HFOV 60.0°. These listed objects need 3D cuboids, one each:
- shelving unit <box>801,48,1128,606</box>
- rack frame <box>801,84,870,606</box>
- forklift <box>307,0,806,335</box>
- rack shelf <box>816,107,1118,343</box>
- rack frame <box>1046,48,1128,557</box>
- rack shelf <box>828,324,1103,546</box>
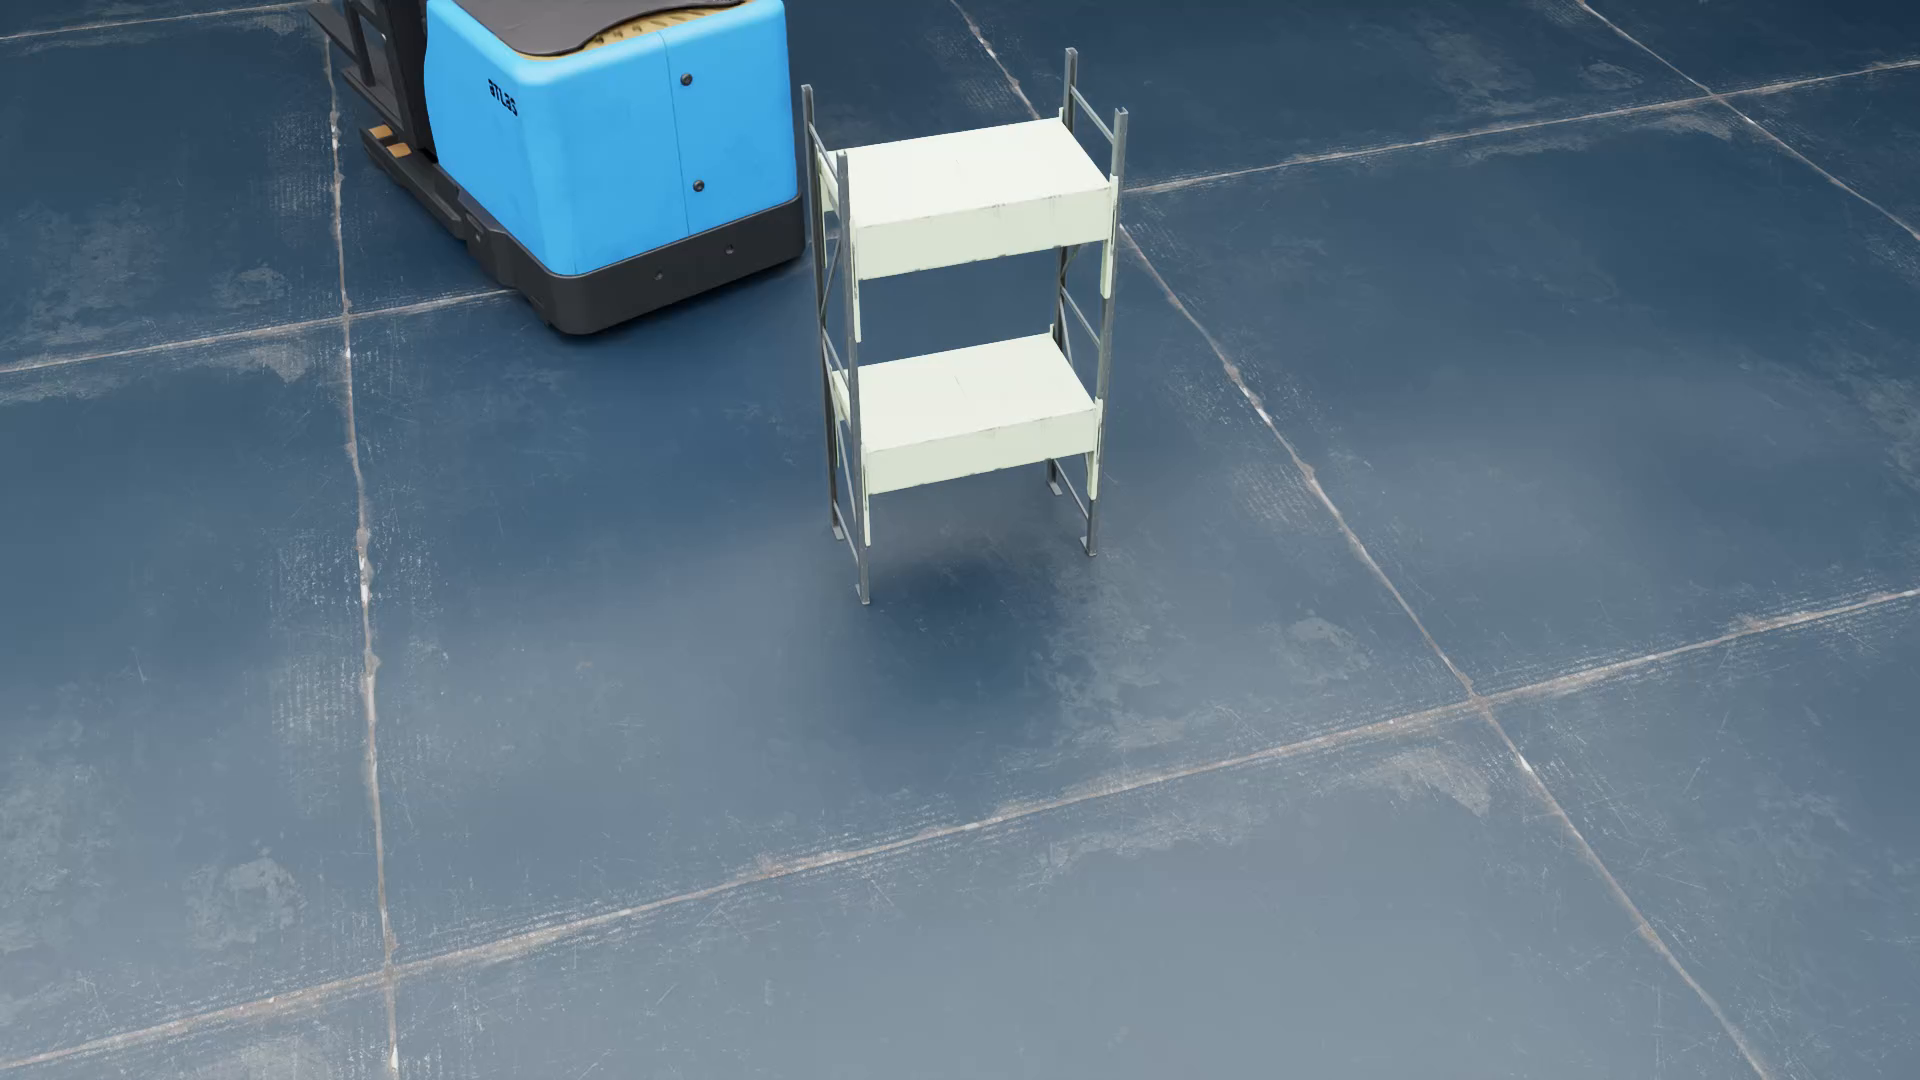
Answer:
[{"bbox_3d":[0.006,-0.566,4.758,0.755,1.500,0.431,-12,42,-13],"label":"shelving unit"},{"bbox_3d":[-0.343,-0.494,4.675,0.023,1.500,0.400,-12,42,-13],"label":"rack frame"},{"bbox_3d":[-1.878,-2.765,6.187,1.130,2.935,3.031,-26,47,-27],"label":"forklift"},{"bbox_3d":[0.006,-0.860,4.501,0.720,0.370,0.431,-12,42,-13],"label":"rack shelf"},{"bbox_3d":[0.355,-0.638,4.841,0.023,1.500,0.400,-12,42,-13],"label":"rack frame"},{"bbox_3d":[0.006,-0.321,4.973,0.720,0.370,0.431,-12,42,-13],"label":"rack shelf"}]
